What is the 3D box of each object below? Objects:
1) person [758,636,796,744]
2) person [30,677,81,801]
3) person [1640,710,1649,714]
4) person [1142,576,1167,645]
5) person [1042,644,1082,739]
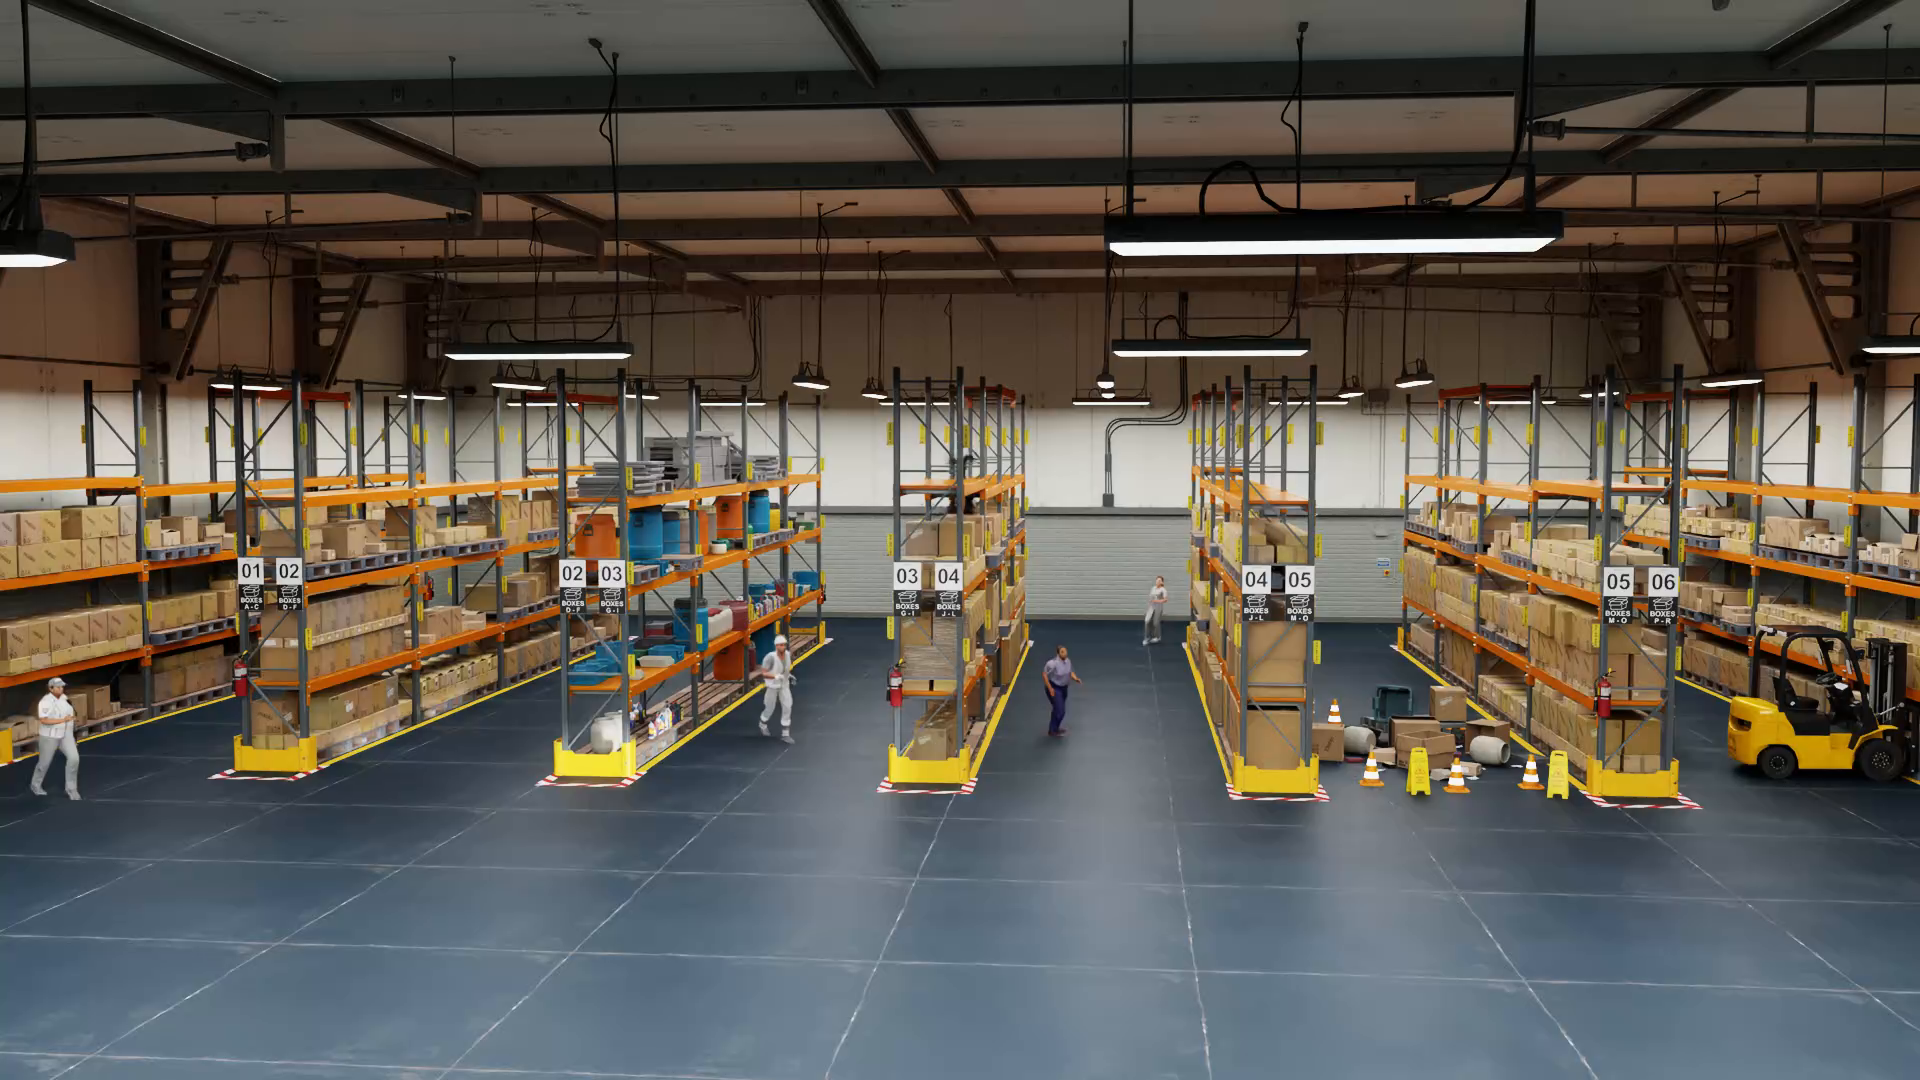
[{"bbox_3d":[-3.013,2.424,27.289,0.678,1.756,0.987,-2,4,-32],"label":"person"},{"bbox_3d":[-12.483,2.748,22.923,0.842,1.724,0.557,2,4,25],"label":"person"},{"bbox_3d":[11.494,2.407,28.419,0.648,1.666,0.641,0,4,-3],"label":"person"},{"bbox_3d":[4.774,1.692,40.061,0.549,1.686,0.698,2,4,32],"label":"person"},{"bbox_3d":[1.682,2.522,27.759,0.765,1.580,0.670,3,5,39],"label":"person"}]
